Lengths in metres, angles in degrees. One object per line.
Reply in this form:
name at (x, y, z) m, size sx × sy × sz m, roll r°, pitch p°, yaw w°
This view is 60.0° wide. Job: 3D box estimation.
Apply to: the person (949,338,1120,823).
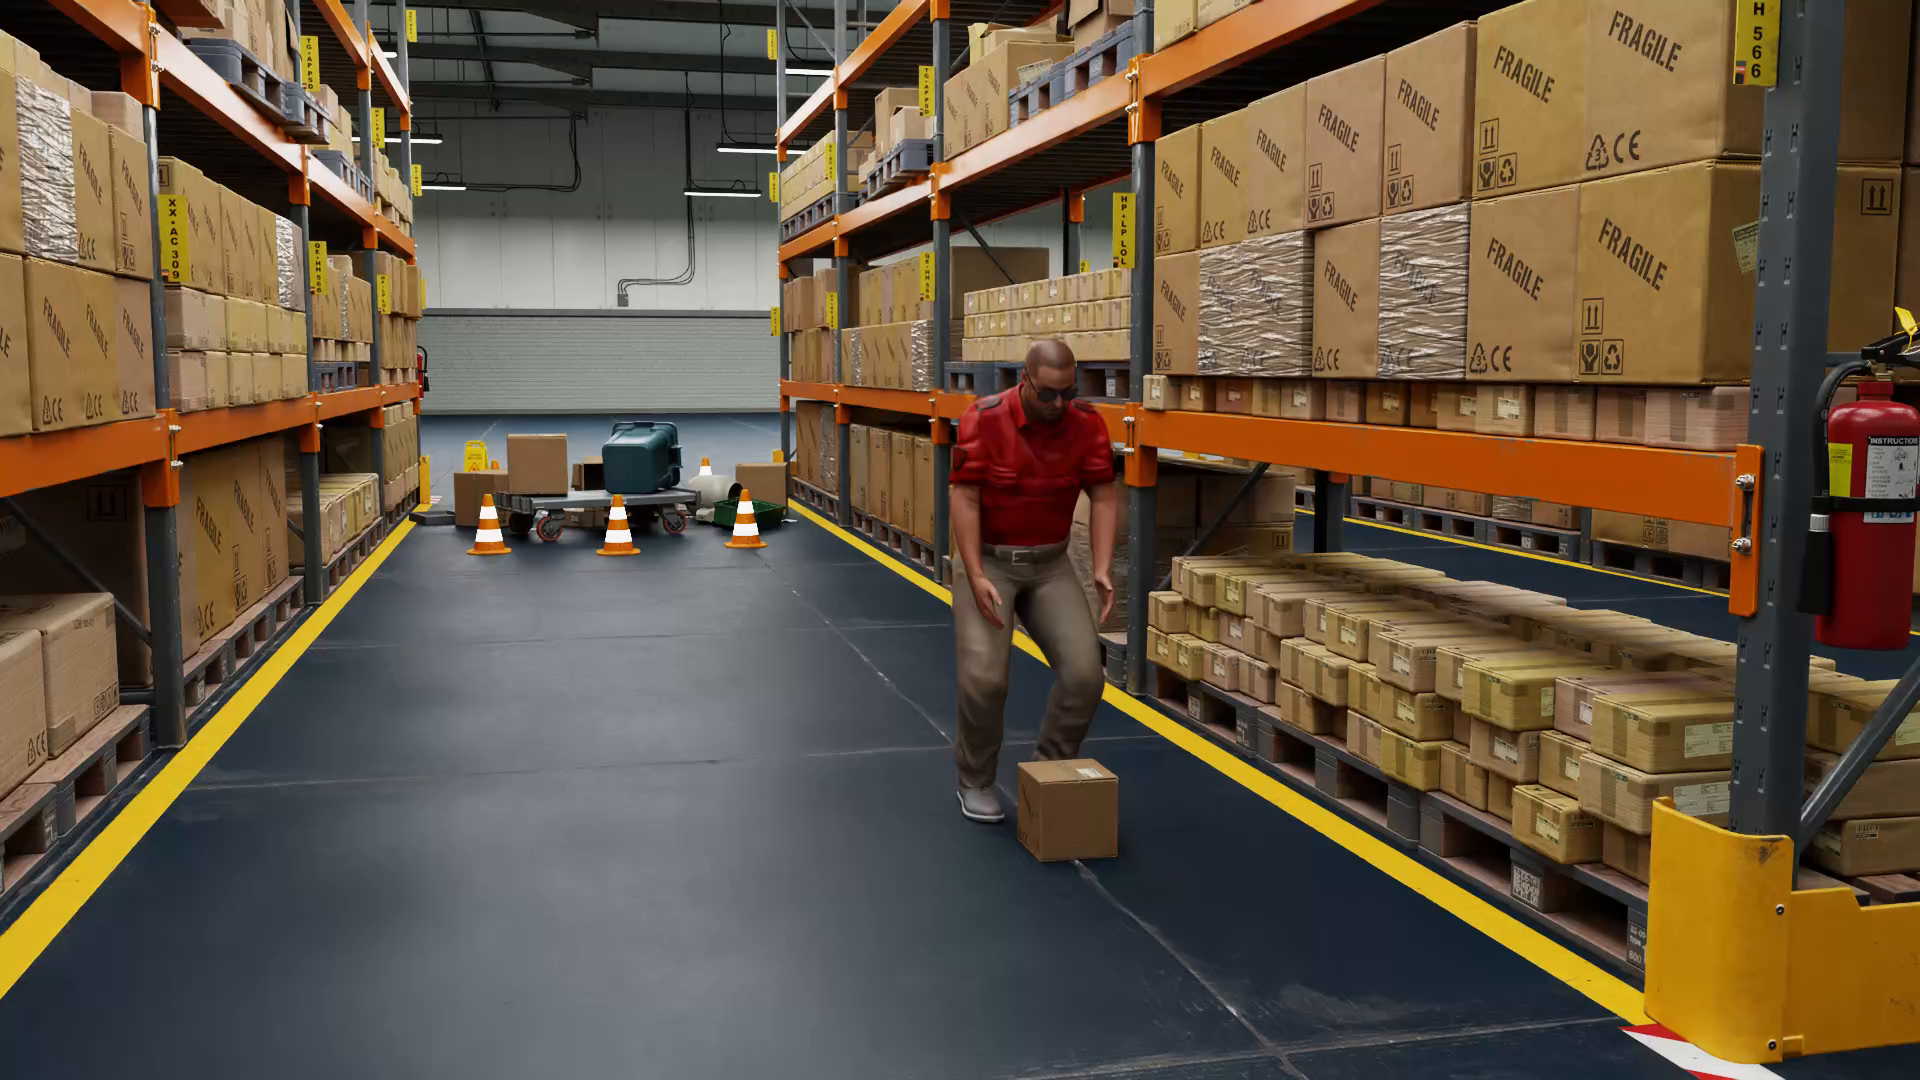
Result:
person at (0.239, 0.128, 5.552) m, size 0.578 × 1.588 × 0.550 m, roll -1°, pitch 6°, yaw -13°
